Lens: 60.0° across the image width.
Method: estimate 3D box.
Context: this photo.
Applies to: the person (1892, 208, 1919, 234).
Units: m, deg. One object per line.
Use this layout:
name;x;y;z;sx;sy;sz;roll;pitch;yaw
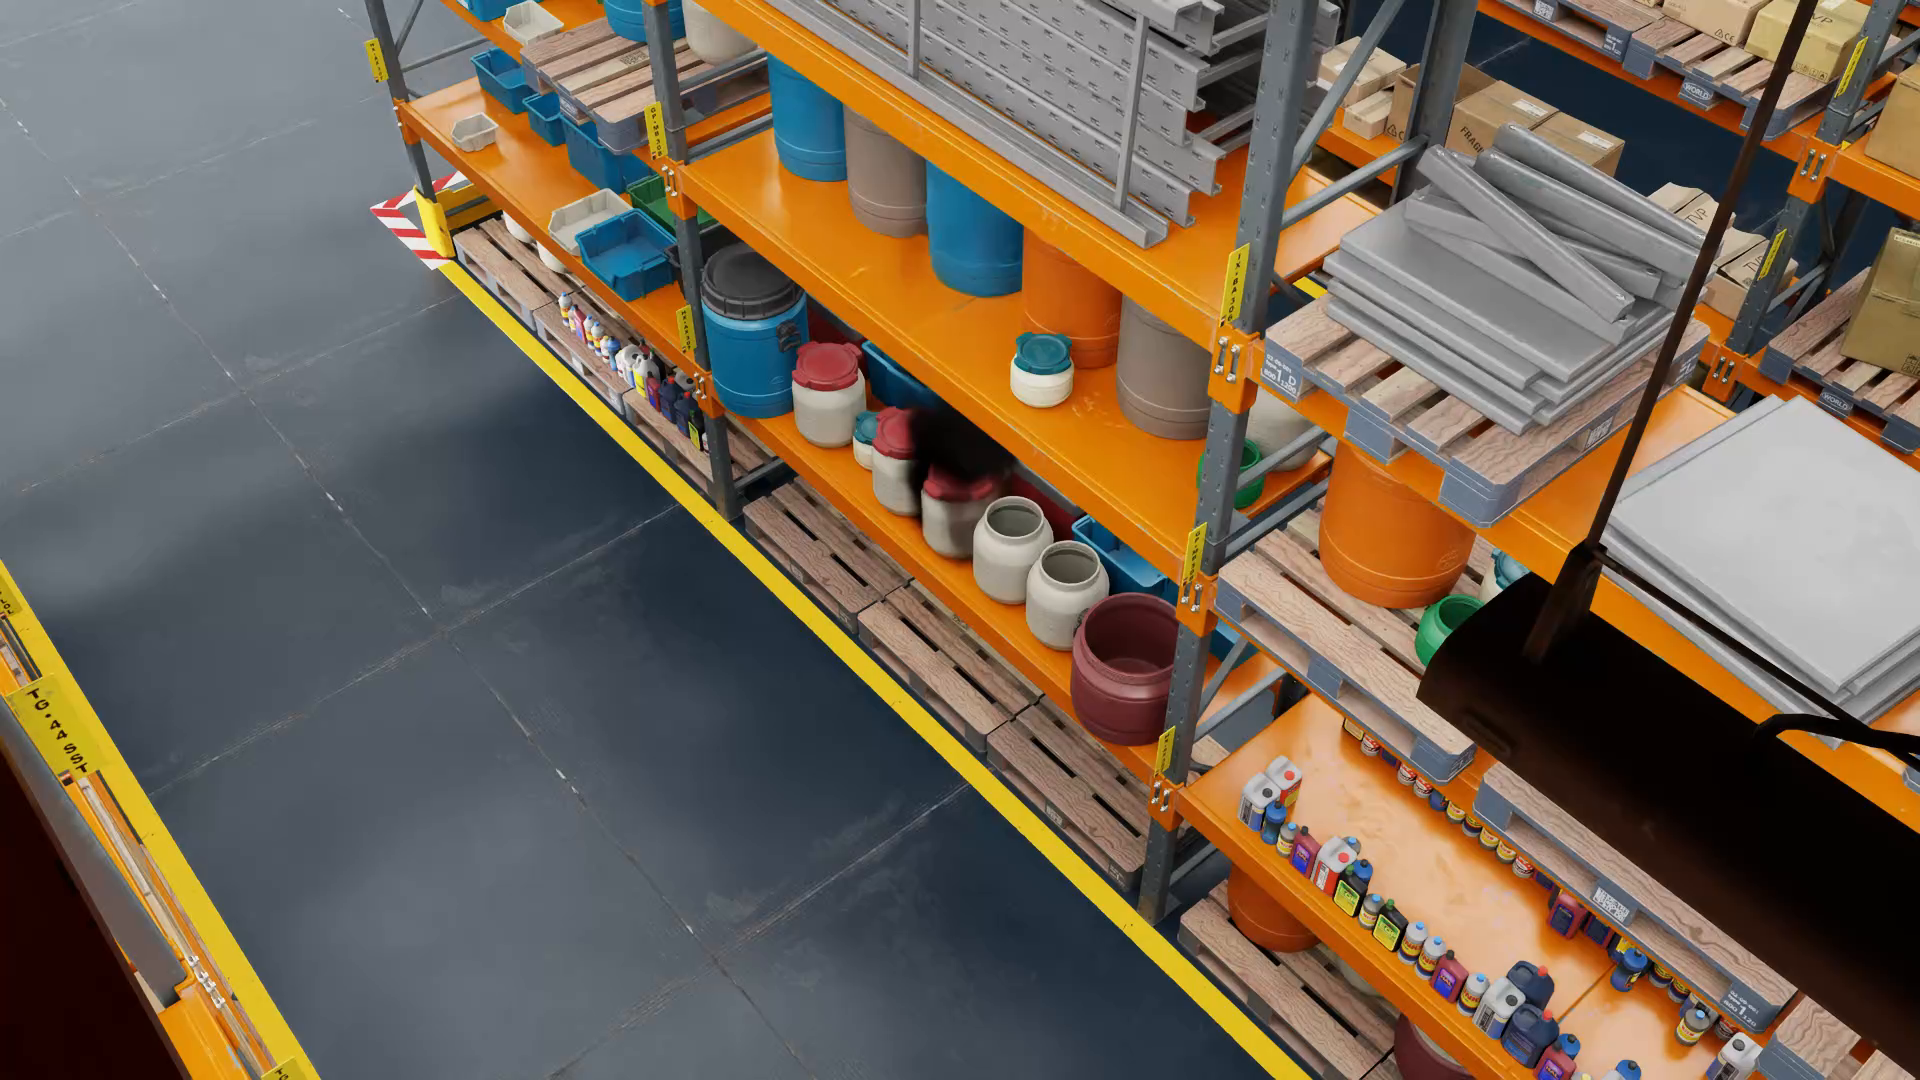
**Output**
person;6.566;-1.545;11.347;0.697;1.680;1.007;-30;53;-25
